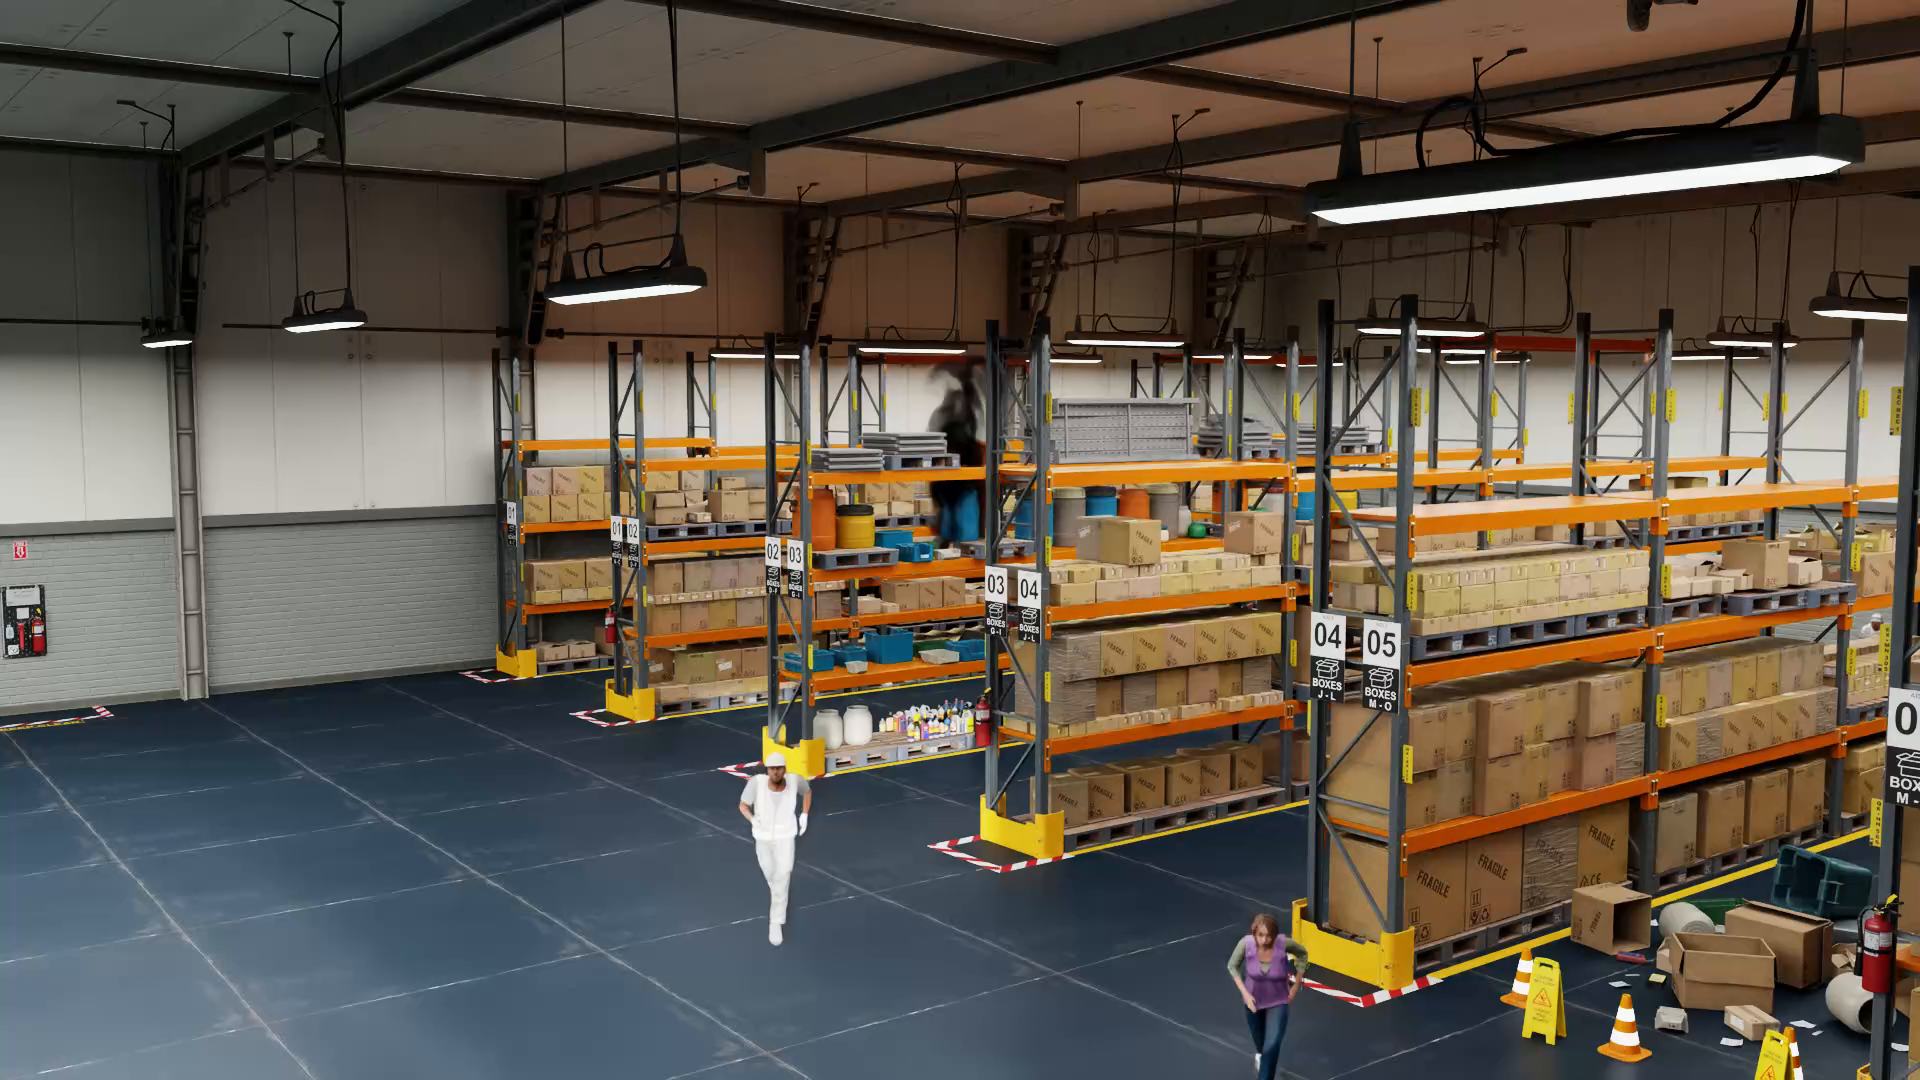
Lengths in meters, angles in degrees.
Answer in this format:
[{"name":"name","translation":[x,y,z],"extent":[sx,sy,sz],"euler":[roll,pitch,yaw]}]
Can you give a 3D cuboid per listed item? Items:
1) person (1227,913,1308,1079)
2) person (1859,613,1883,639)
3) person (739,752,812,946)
[{"name":"person","translation":[2.228,3.366,12.073],"extent":[0.571,1.547,0.915],"euler":[1,5,9]},{"name":"person","translation":[15.199,1.985,27.489],"extent":[0.615,1.625,0.964],"euler":[4,6,37]},{"name":"person","translation":[-1.780,2.883,16.061],"extent":[0.683,1.776,1.079],"euler":[0,5,-1]}]
